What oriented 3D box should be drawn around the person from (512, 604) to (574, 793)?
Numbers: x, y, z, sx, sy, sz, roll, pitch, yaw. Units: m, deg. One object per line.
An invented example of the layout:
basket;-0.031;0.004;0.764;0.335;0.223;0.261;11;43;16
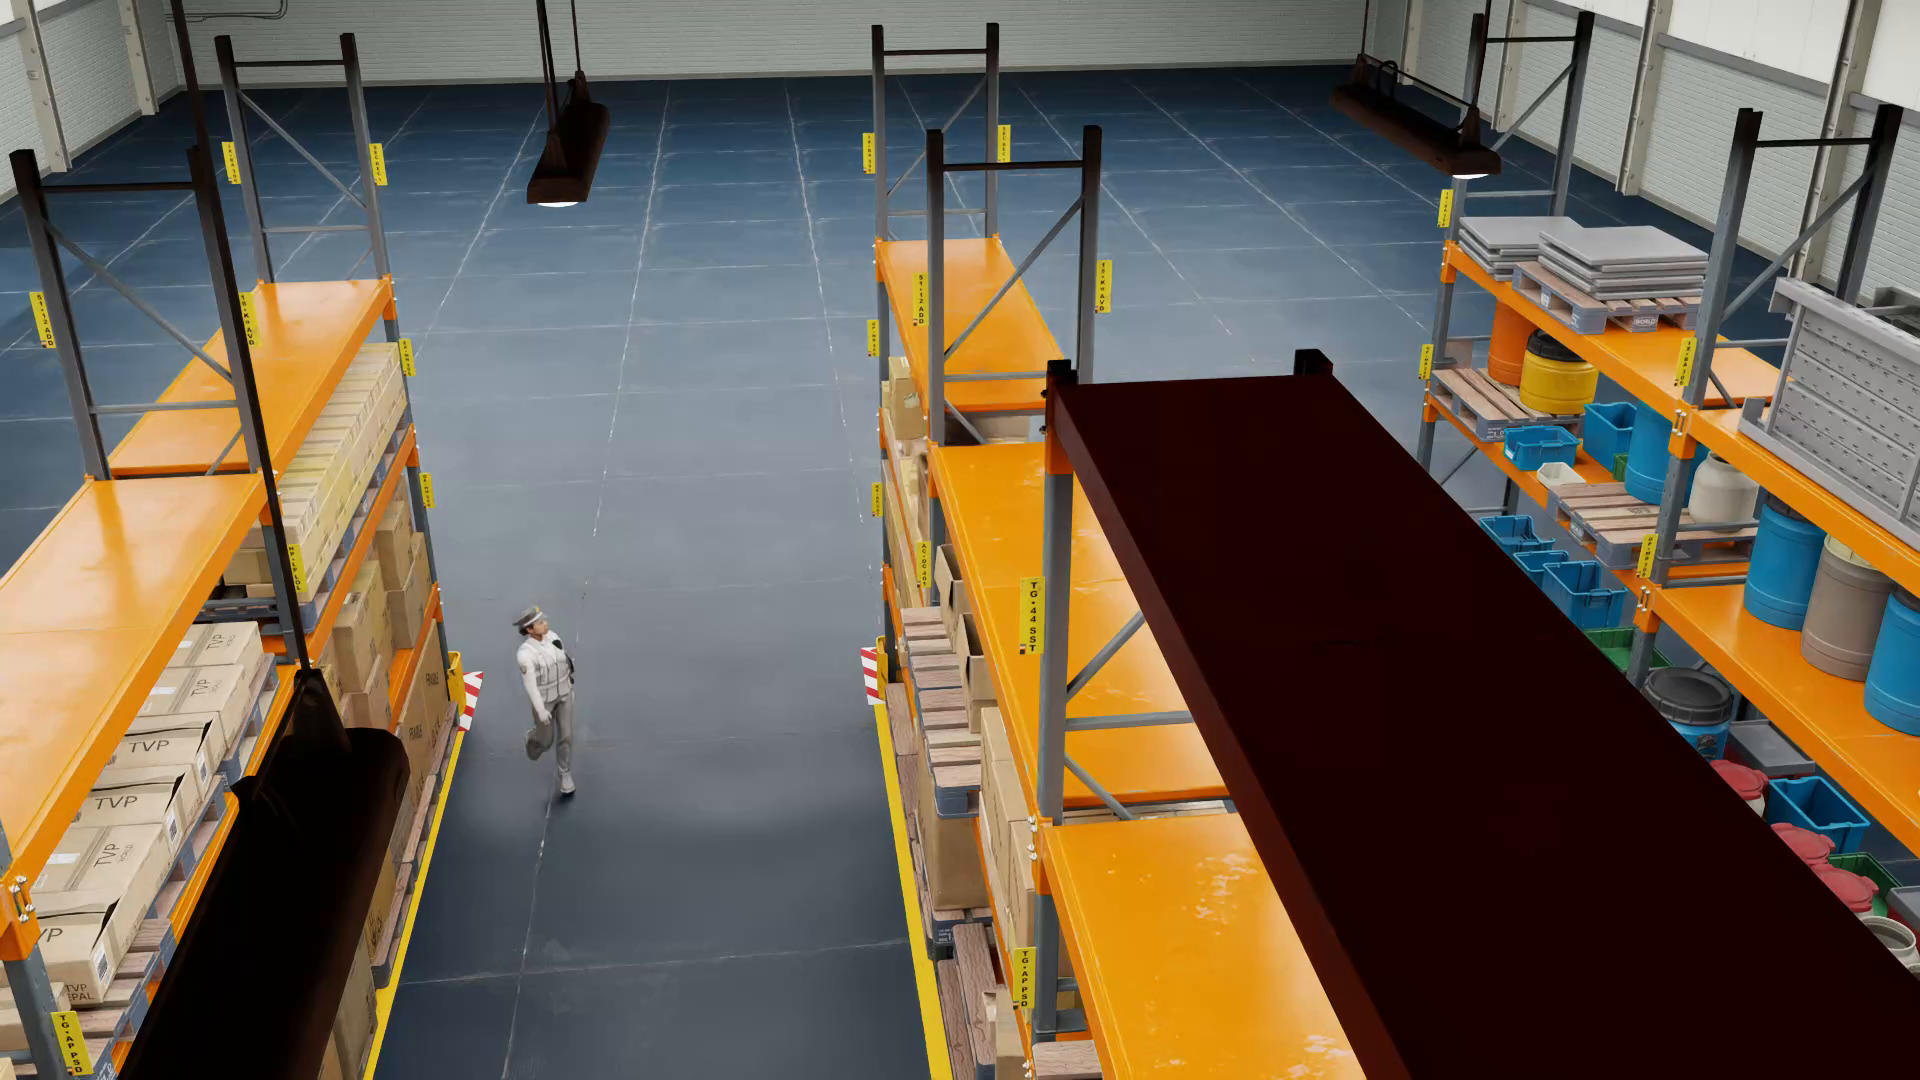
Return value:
person;-3.463;1.271;13.881;0.486;1.672;0.642;-22;33;-38
